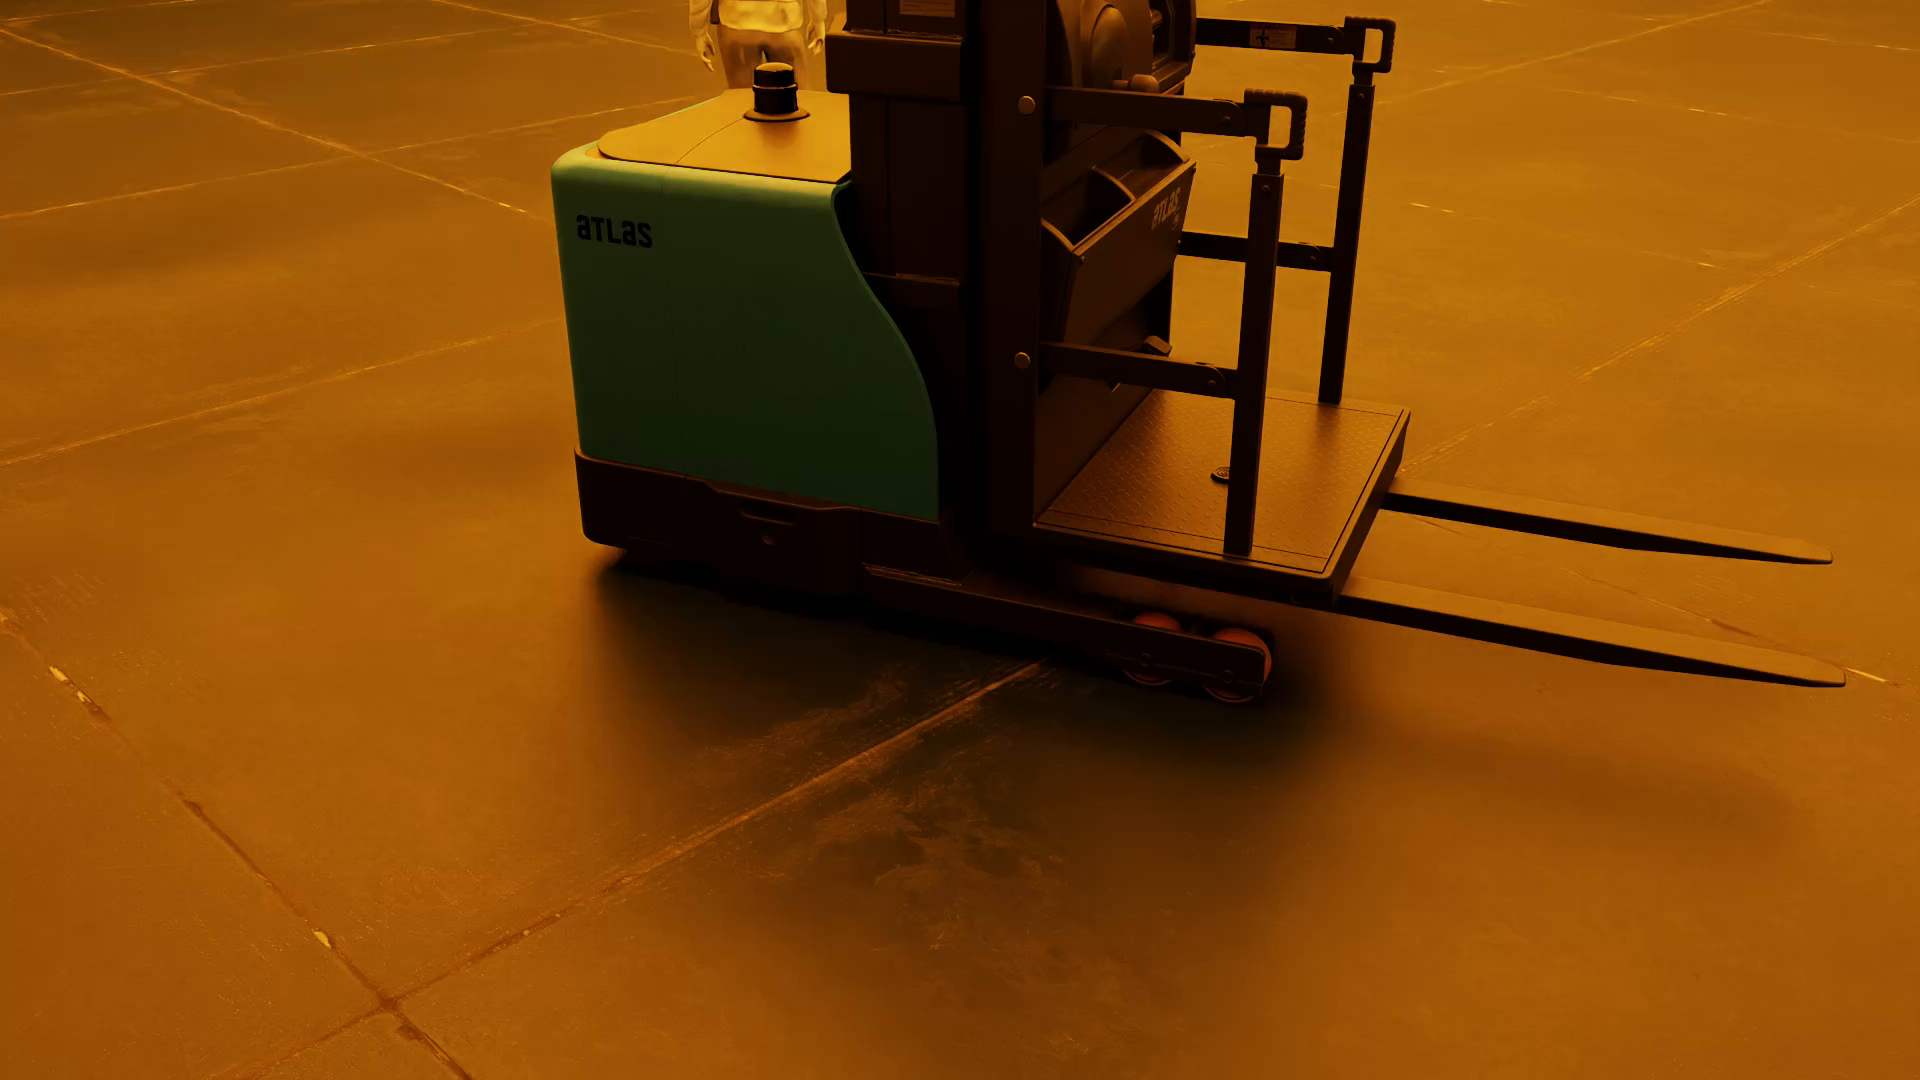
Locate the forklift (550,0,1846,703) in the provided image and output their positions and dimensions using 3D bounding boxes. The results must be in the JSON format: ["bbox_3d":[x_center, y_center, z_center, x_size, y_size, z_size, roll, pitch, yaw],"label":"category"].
[{"bbox_3d":[0.560,-1.212,3.684,3.031,2.935,1.130,11,28,20],"label":"forklift"}]

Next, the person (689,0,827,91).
[{"bbox_3d":[-0.845,-2.151,6.988,0.586,1.694,0.531,-6,27,-12],"label":"person"}]
